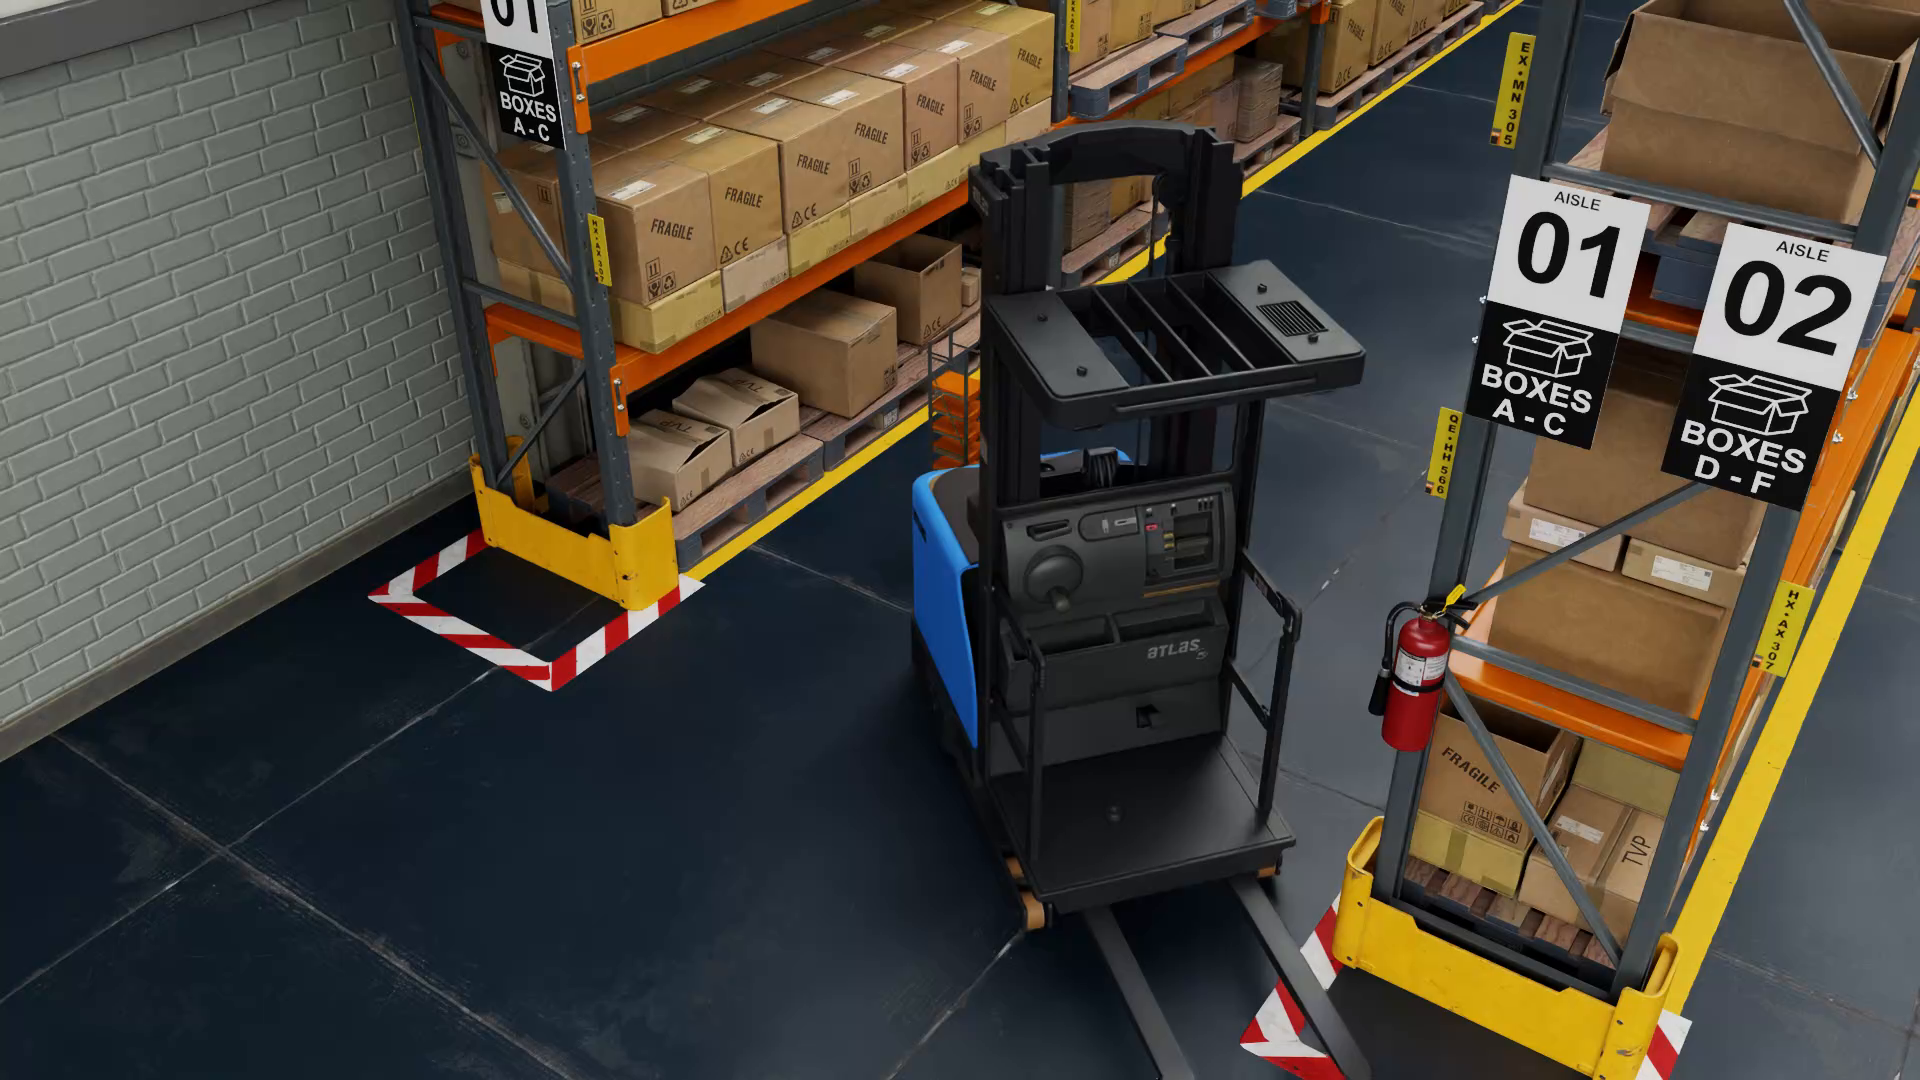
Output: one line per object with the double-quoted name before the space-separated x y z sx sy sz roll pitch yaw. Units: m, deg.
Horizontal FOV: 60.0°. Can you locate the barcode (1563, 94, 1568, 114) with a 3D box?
"barcode" 1.801 -1.296 4.968 0.001 0.075 0.075 21 39 28

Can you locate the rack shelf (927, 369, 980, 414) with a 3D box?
"rack shelf" -0.008 -0.752 8.403 0.258 0.103 0.180 21 39 28

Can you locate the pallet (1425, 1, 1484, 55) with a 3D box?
"pallet" 4.417 -5.088 16.262 1.003 0.211 1.213 21 39 28

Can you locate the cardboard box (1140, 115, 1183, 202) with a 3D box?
"cardboard box" 1.217 -2.908 12.386 0.700 0.500 0.500 22 40 29

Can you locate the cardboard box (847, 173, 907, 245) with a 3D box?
"cardboard box" -0.638 -1.878 9.140 0.500 0.250 0.500 22 40 29

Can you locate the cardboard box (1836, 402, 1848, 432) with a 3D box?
"cardboard box" 3.473 -0.721 7.225 0.700 0.500 0.500 22 40 29

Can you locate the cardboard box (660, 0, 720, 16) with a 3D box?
"cardboard box" -1.315 -2.702 7.459 0.500 0.500 0.500 24 41 31

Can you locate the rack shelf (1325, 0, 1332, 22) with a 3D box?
"rack shelf" 3.655 -5.404 14.882 1.077 0.370 4.000 21 39 28

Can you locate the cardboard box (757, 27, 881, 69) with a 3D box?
"cardboard box" -0.792 -2.584 9.515 0.500 0.500 0.500 22 40 29

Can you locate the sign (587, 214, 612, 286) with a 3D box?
"sign" -1.601 -1.286 7.376 0.100 0.325 0.005 21 39 28

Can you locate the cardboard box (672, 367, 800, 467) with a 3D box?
"cardboard box" -1.253 -0.721 9.321 0.500 0.311 0.500 25 41 32

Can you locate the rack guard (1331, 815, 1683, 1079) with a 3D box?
"rack guard" 2.011 1.527 6.222 1.175 0.500 0.348 21 39 28

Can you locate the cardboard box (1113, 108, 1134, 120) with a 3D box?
"cardboard box" 0.888 -2.946 11.774 0.500 0.250 0.500 20 39 27

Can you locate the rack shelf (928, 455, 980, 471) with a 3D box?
"rack shelf" -0.008 -0.354 8.672 0.258 0.103 0.180 21 39 28

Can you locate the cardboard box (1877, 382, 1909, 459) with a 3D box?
"cardboard box" 4.746 -0.738 8.919 0.500 0.311 0.500 21 40 28

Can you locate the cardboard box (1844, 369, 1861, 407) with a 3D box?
"cardboard box" 3.303 -0.649 6.539 0.380 0.149 0.250 22 40 29

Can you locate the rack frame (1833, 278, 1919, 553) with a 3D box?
"rack frame" 4.305 -1.361 8.260 1.000 3.000 0.127 21 39 28

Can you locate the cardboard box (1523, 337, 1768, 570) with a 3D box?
"cardboard box" 2.332 -0.334 5.494 0.700 0.500 0.500 21 40 28

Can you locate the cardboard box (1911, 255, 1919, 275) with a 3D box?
"cardboard box" 4.184 -1.364 7.597 0.380 0.149 0.250 20 39 27

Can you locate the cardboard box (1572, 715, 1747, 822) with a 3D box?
"cardboard box" 2.797 0.728 6.581 0.500 0.500 0.500 21 39 28

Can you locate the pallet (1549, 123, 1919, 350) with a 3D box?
"pallet" 2.449 -1.043 5.191 1.003 0.211 1.213 21 39 28

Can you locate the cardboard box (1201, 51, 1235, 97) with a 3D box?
"cardboard box" 1.770 -3.649 12.813 0.500 0.250 0.500 22 40 29

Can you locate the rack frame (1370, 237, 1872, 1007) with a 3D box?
"rack frame" 2.025 0.480 5.538 1.000 3.000 0.127 21 39 28

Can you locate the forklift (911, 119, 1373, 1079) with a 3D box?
"forklift" 0.678 0.090 6.175 1.130 2.935 3.031 -9 35 -14

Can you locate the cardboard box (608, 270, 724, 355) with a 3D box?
"cardboard box" -1.508 -1.170 8.093 0.500 0.250 0.500 20 39 27

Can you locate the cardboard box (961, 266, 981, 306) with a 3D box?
"cardboard box" -0.047 -1.694 10.889 0.380 0.166 0.250 16 37 22

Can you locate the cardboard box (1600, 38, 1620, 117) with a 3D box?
"cardboard box" 2.465 -1.546 5.491 0.500 0.250 0.500 21 39 28

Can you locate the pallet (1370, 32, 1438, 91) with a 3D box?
"pallet" 3.722 -4.525 15.428 1.003 0.211 1.213 21 39 28

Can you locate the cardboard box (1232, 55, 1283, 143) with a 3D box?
"cardboard box" 2.147 -3.581 13.381 0.700 0.500 0.500 22 40 29

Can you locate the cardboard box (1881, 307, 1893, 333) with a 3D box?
"cardboard box" 3.745 -1.009 7.072 0.380 0.149 0.250 21 39 28

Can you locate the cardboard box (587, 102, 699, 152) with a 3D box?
"cardboard box" -1.658 -1.870 8.460 0.500 0.500 0.500 22 40 29

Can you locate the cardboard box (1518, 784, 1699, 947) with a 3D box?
"cardboard box" 2.513 1.270 6.450 0.500 0.250 0.500 21 39 28

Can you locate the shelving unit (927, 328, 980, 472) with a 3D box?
"shelving unit" -0.008 -0.490 8.580 0.258 1.200 0.189 21 39 28

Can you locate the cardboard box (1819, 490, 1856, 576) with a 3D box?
"cardboard box" 4.221 -0.112 8.494 0.500 0.250 0.500 21 39 28

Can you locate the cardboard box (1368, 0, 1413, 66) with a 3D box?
"cardboard box" 3.546 -4.763 14.835 0.750 0.750 0.750 21 39 28

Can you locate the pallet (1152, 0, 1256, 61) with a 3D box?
"pallet" 1.419 -3.778 12.006 1.003 0.211 1.213 21 39 28

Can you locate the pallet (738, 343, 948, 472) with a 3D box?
"pallet" -0.815 -0.902 10.071 1.003 0.211 1.213 21 39 28

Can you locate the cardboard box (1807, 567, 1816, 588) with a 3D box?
"cardboard box" 3.644 0.035 7.607 0.500 0.500 0.500 21 39 28

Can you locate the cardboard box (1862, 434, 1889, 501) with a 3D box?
"cardboard box" 4.739 -0.502 9.070 0.500 0.250 0.500 20 39 27

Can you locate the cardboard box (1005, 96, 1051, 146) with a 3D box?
"cardboard box" 0.213 -2.572 10.168 0.500 0.250 0.500 21 40 28

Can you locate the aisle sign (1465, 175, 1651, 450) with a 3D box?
"aisle sign" 1.746 -0.660 4.904 0.394 0.787 0.004 21 39 28

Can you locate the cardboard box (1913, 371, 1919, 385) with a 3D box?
"cardboard box" 5.615 -1.210 10.117 0.500 0.250 0.500 22 40 29

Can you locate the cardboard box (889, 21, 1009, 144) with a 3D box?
"cardboard box" -0.062 -2.650 9.613 0.500 0.500 0.500 21 39 28

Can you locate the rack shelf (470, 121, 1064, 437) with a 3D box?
"rack shelf" -0.907 -1.723 9.438 1.077 0.370 4.000 21 39 28

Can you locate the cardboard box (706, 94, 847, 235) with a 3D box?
"cardboard box" -0.938 -1.941 8.564 0.500 0.500 0.500 20 39 27

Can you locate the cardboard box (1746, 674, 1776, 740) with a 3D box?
"cardboard box" 3.370 0.580 7.470 0.500 0.250 0.500 21 39 28

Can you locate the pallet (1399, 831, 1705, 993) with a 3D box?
"pallet" 2.426 1.270 6.859 1.003 0.211 1.213 21 39 28

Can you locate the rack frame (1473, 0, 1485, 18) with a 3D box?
"rack frame" 4.795 -6.623 16.041 1.000 3.000 0.127 21 39 28

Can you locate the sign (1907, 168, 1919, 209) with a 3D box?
"sign" 2.477 -0.977 4.164 0.100 0.325 0.005 21 39 28

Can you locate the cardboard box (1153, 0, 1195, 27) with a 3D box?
"cardboard box" 1.226 -3.956 11.616 0.700 0.500 0.500 27 43 34
